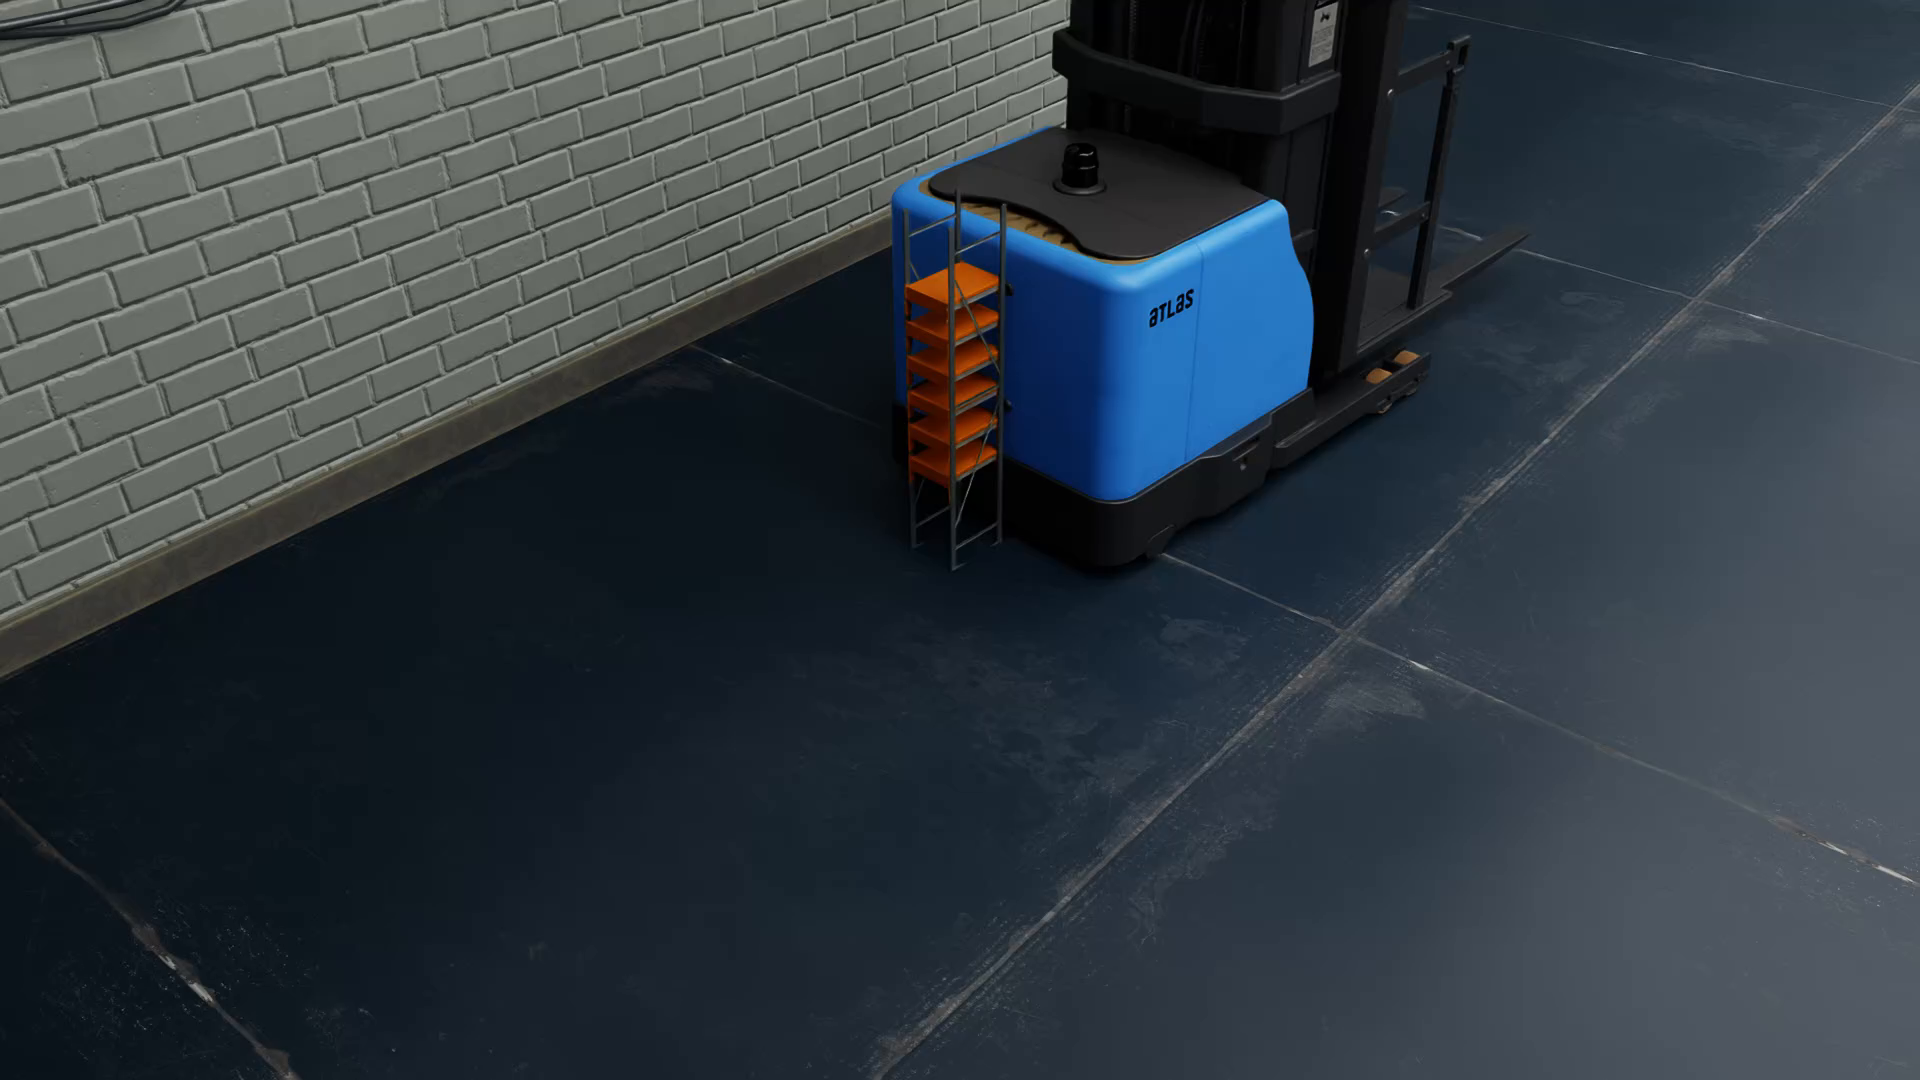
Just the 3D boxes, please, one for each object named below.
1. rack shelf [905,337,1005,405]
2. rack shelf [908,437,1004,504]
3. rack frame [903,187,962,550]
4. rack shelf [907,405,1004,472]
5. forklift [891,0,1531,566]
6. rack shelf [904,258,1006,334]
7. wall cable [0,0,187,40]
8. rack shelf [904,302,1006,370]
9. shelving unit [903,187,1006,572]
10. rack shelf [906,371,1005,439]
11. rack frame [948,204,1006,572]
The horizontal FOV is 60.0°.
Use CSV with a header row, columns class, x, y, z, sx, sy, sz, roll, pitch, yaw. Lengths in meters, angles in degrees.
class,x,y,z,sx,sy,sz,roll,pitch,yaw
rack shelf,-0.014,-0.538,5.137,0.180,0.103,0.258,28,44,35
rack shelf,-0.013,-0.241,5.342,0.180,0.103,0.258,28,44,35
rack frame,-0.080,-0.511,5.232,0.006,1.200,0.240,28,44,35
rack shelf,-0.013,-0.340,5.273,0.180,0.103,0.258,28,44,35
forklift,1.147,-1.863,5.673,1.130,2.935,3.031,28,44,35
rack shelf,-0.015,-0.735,5.000,0.180,0.103,0.258,28,44,35
wall cable,-2.978,-1.924,3.144,0.112,2.526,3.097,25,42,32
rack shelf,-0.014,-0.636,5.069,0.180,0.103,0.258,28,44,35
shelving unit,-0.014,-0.475,5.180,0.189,1.200,0.258,28,44,35
rack shelf,-0.014,-0.439,5.205,0.180,0.103,0.258,28,44,35
rack frame,0.052,-0.440,5.128,0.006,1.200,0.240,28,44,35
